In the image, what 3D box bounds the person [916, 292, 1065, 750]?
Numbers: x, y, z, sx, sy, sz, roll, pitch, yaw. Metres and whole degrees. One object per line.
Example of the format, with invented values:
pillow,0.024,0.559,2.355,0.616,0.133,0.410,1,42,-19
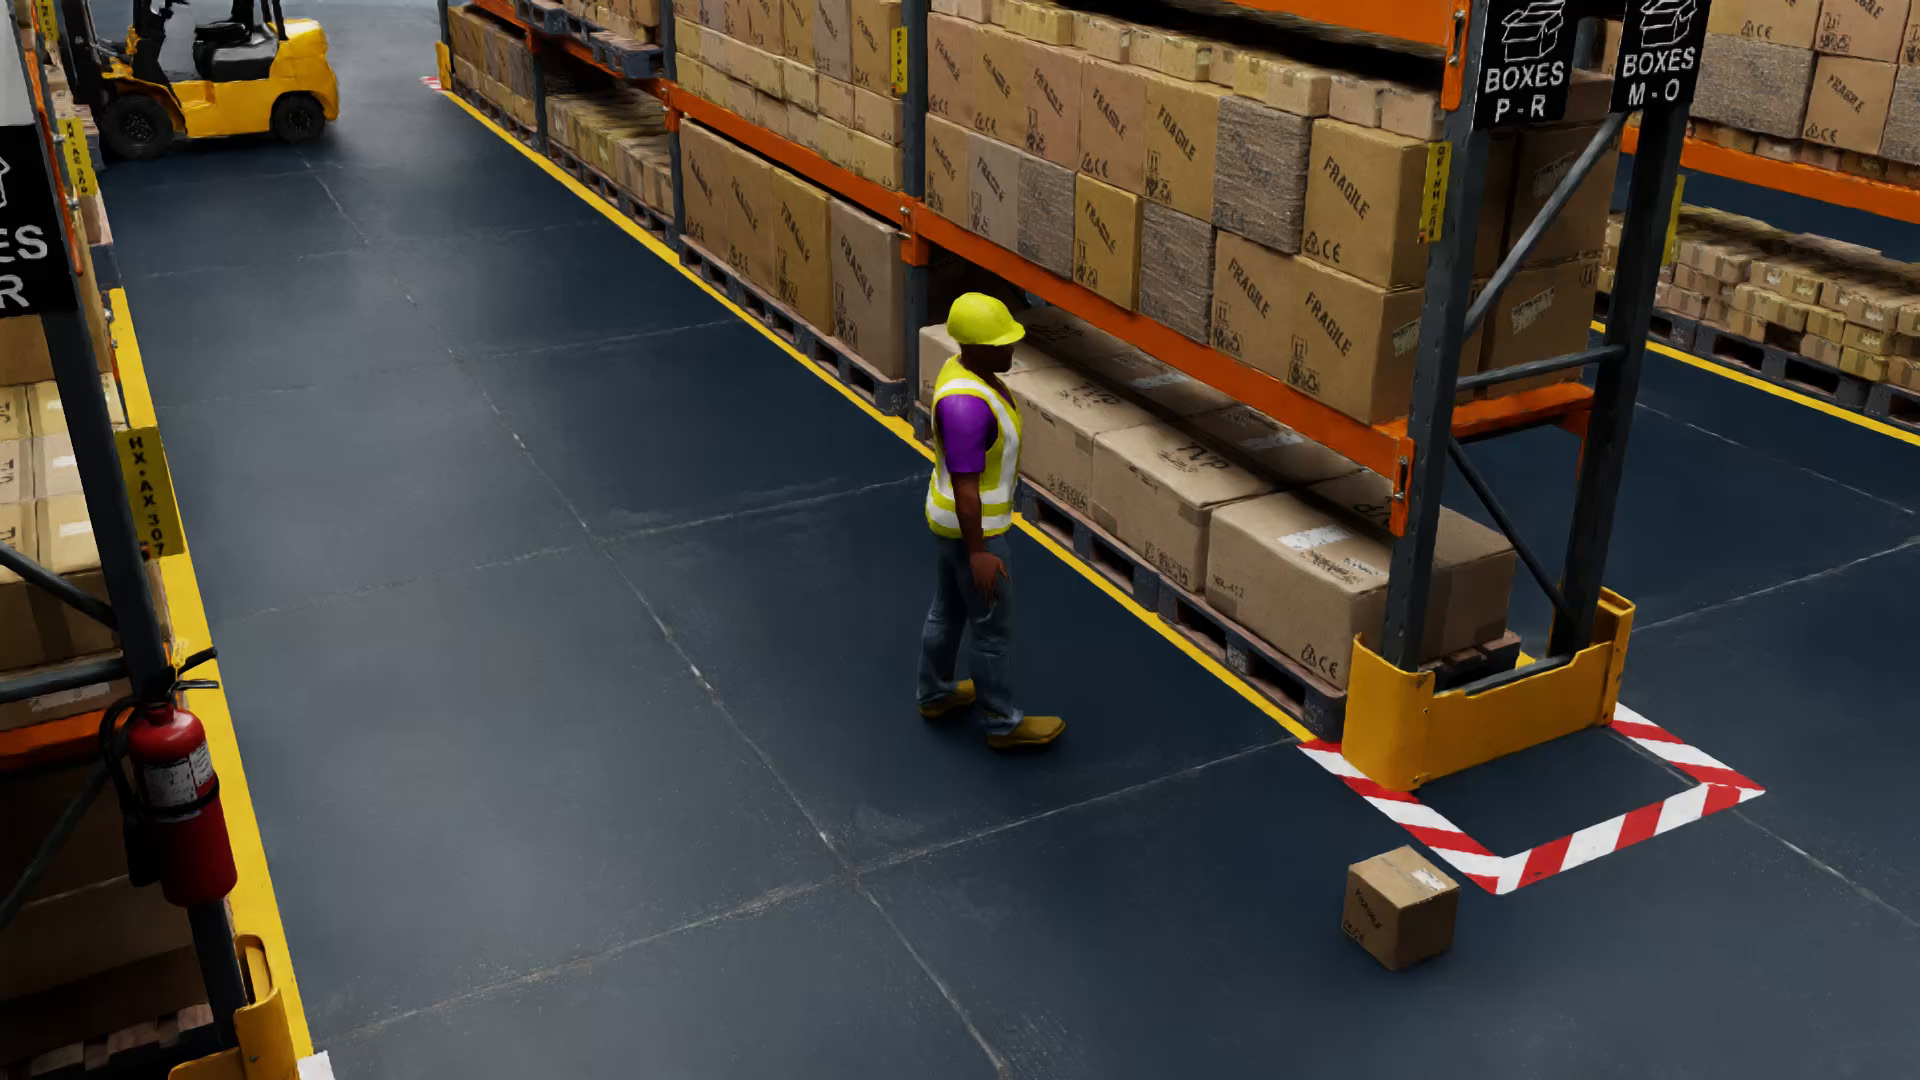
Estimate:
person,0.117,-0.057,6.145,0.572,1.763,0.675,-1,25,-3
